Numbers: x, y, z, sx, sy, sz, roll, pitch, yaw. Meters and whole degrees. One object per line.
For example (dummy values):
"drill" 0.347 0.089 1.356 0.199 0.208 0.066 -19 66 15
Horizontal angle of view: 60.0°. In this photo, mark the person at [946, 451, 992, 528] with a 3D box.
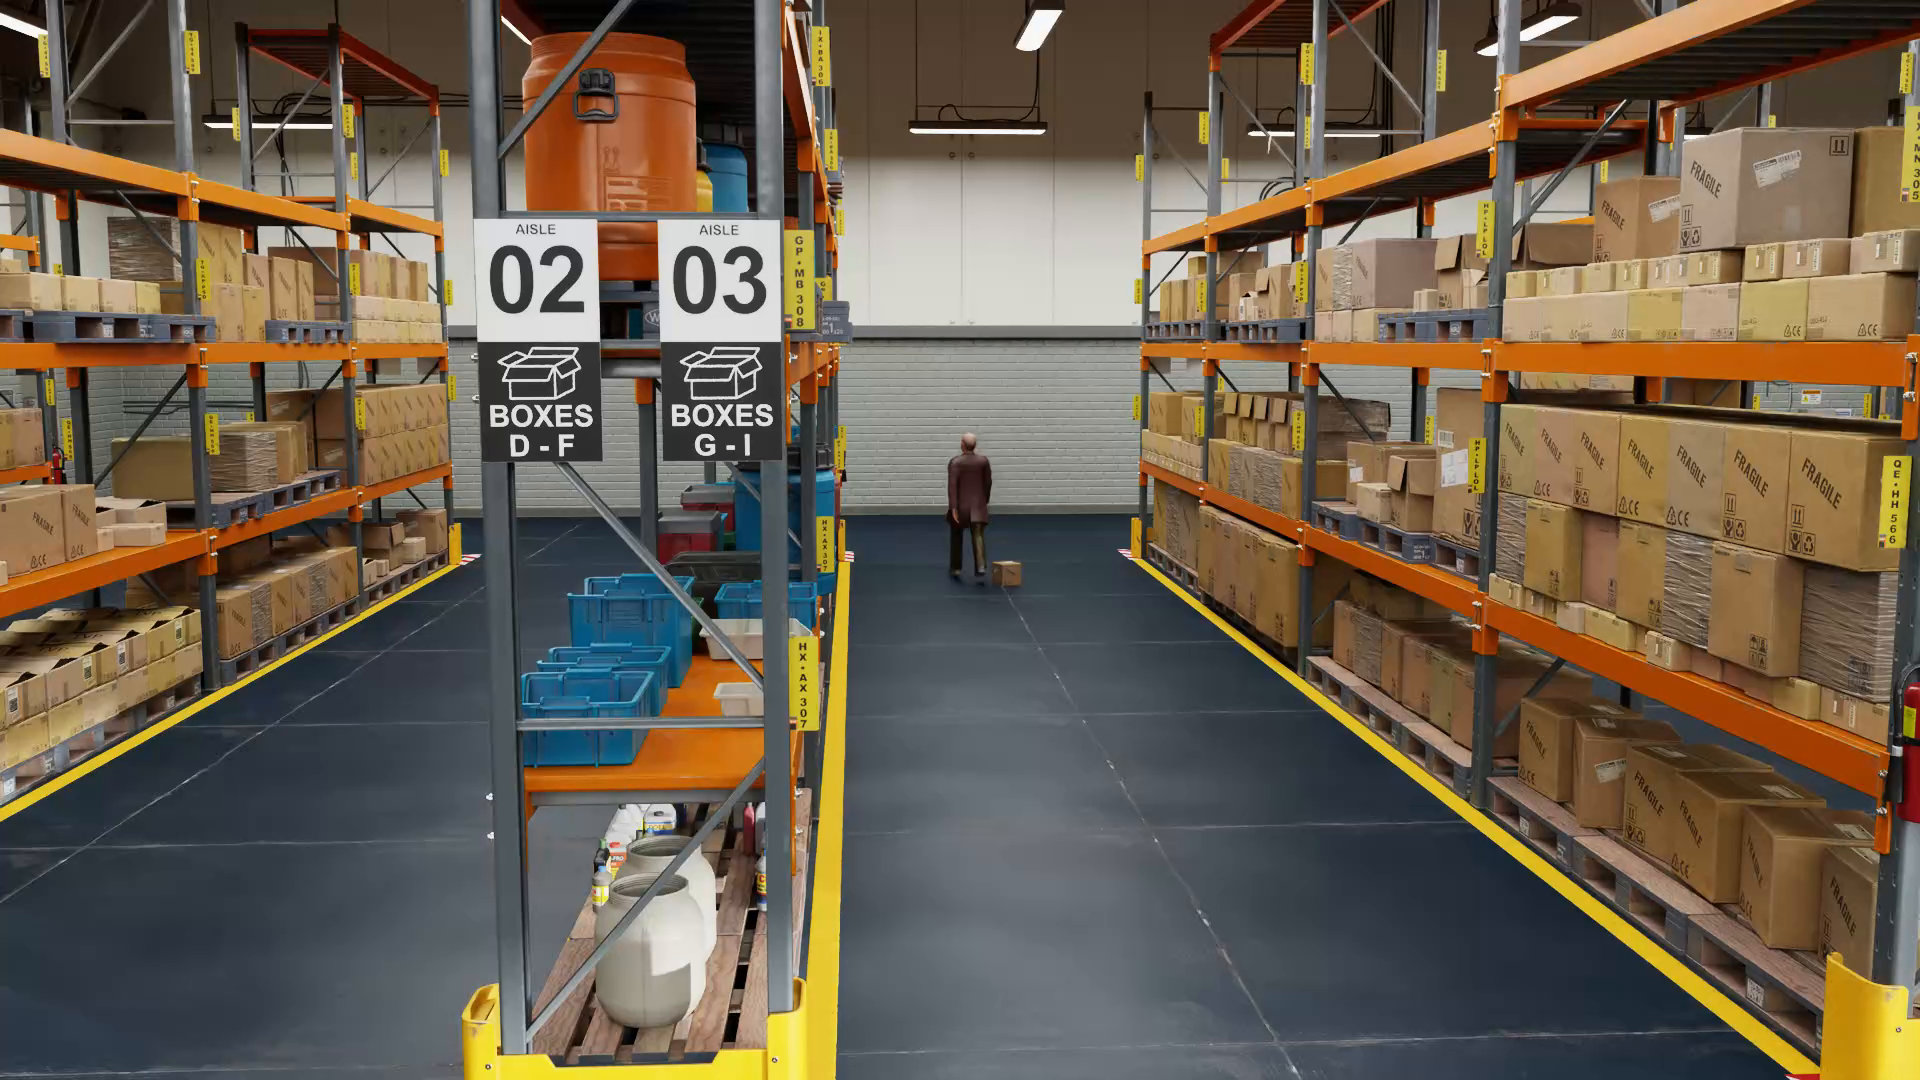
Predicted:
"person" 0.105 -0.602 19.822 0.565 0.939 0.504 -1 7 -10
